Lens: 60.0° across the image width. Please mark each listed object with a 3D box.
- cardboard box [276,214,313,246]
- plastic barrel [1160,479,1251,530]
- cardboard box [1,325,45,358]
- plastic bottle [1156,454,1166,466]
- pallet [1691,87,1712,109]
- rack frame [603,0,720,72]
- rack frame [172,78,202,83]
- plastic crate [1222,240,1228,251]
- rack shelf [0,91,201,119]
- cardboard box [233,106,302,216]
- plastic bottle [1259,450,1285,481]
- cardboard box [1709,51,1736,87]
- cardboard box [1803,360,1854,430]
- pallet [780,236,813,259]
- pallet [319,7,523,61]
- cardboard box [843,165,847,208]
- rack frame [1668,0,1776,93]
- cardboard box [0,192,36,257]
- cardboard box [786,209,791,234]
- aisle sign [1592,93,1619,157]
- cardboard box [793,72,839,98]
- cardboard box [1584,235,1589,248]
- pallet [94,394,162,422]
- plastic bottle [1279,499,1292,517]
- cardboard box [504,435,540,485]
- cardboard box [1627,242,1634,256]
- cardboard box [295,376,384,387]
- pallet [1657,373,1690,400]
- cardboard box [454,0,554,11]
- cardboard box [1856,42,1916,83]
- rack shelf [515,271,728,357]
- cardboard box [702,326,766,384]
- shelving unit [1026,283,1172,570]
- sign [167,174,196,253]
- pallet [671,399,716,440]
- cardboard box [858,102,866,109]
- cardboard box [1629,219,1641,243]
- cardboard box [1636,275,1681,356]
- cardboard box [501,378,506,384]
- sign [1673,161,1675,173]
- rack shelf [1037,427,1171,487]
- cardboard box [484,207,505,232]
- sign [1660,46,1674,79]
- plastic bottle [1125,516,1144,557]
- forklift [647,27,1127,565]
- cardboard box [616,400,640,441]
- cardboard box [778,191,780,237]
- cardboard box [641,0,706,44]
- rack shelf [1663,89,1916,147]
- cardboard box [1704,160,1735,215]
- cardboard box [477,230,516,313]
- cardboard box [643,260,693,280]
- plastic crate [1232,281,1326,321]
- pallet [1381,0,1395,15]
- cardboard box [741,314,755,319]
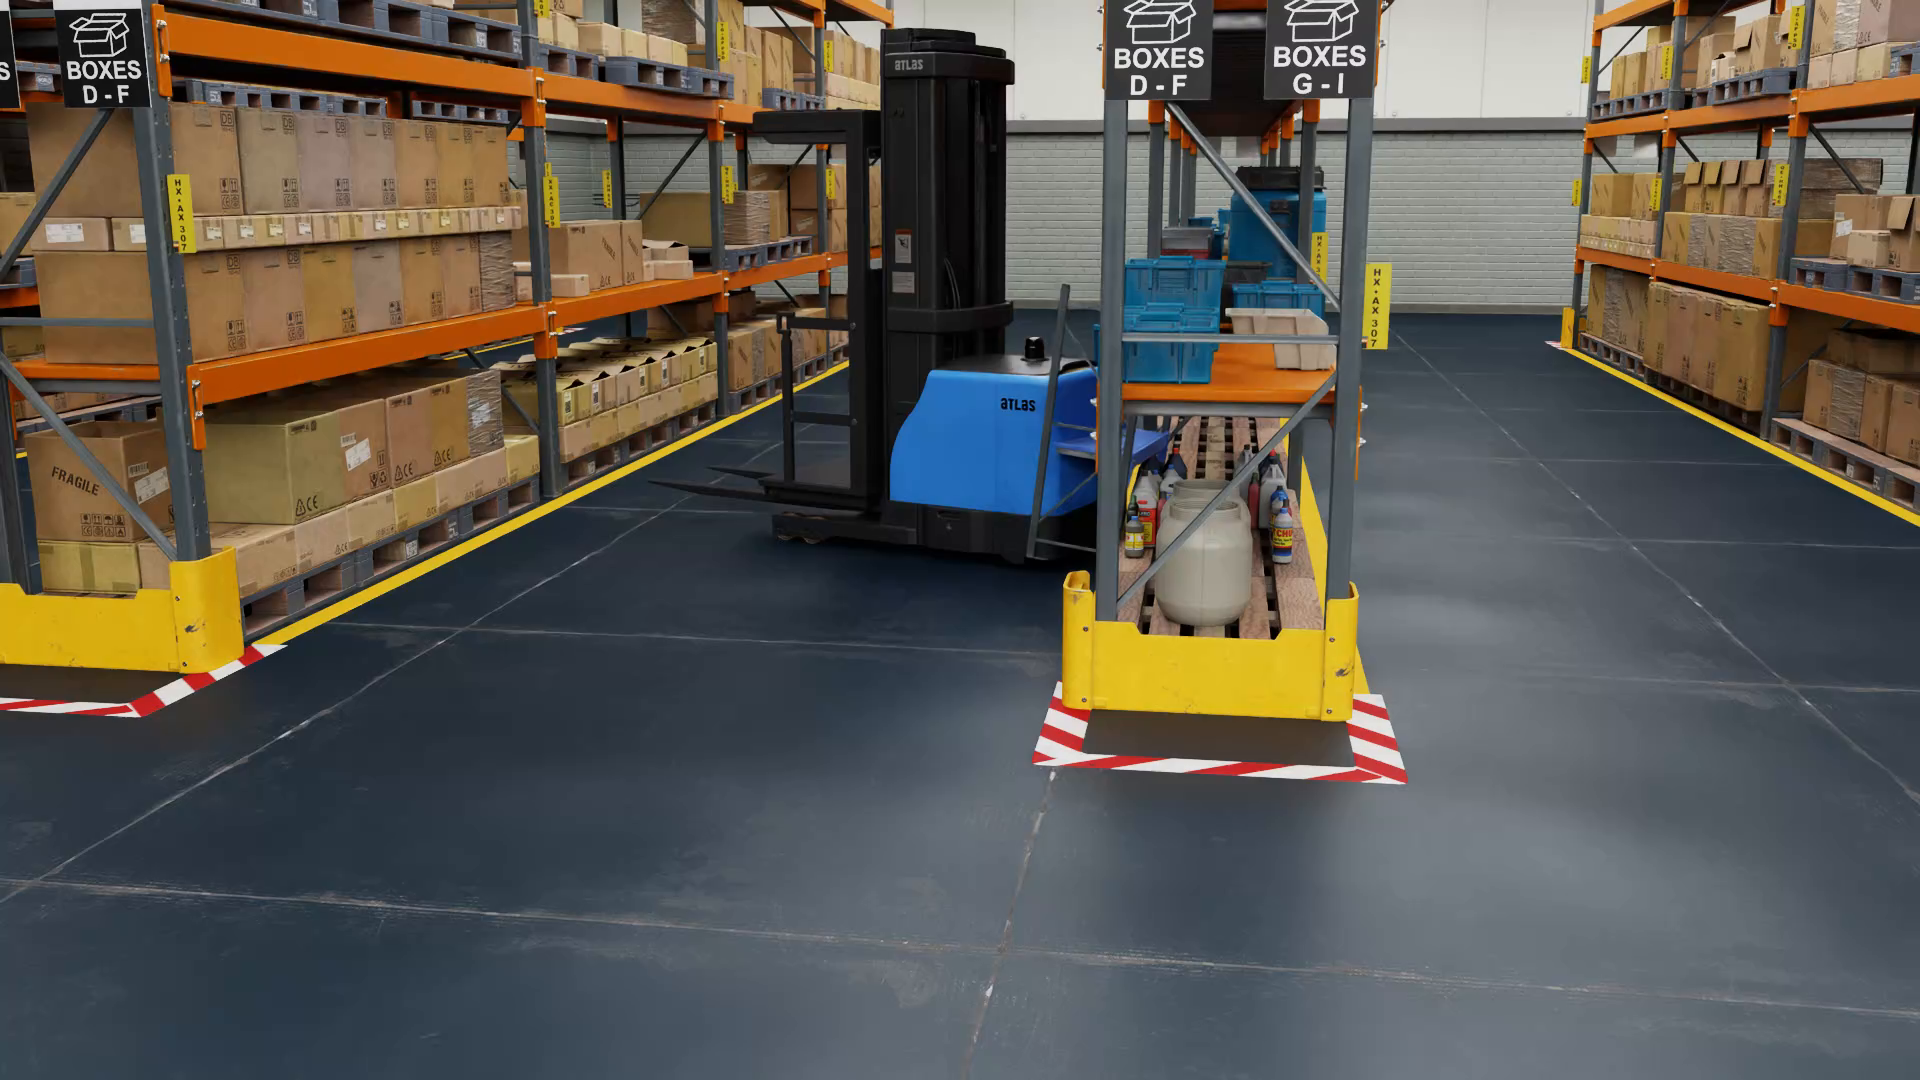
[{"bbox_3d":[-3.452,-1.539,8.238,0.380,0.149,0.250,2,12,8],"label":"cardboard box"},{"bbox_3d":[1.153,-0.011,7.831,0.421,0.512,0.421,0,12,0],"label":"plastic barrel"},{"bbox_3d":[-7.886,-1.645,13.616,0.500,0.250,0.500,2,12,7],"label":"cardboard box"},{"bbox_3d":[1.160,-0.374,10.028,0.152,0.276,0.135,2,12,11],"label":"plastic bottle"},{"bbox_3d":[7.697,-4.296,16.140,0.805,0.209,1.217,1,12,6],"label":"pallet"},{"bbox_3d":[-2.613,-5.537,14.326,1.000,3.000,0.127,2,12,9],"label":"rack frame"},{"bbox_3d":[-7.509,-5.697,15.067,1.000,3.000,0.127,2,12,9],"label":"rack frame"},{"bbox_3d":[3.108,-3.268,18.523,0.396,0.136,0.243,2,12,9],"label":"plastic crate"},{"bbox_3d":[-7.816,-3.462,13.527,1.077,0.370,4.000,2,12,9],"label":"rack shelf"},{"bbox_3d":[-3.676,-1.840,8.092,0.700,0.500,0.500,2,12,7],"label":"cardboard box"},{"bbox_3d":[1.821,-0.347,9.728,0.144,0.351,0.185,1,12,6],"label":"plastic bottle"},{"bbox_3d":[7.532,-4.518,15.932,0.500,0.311,0.500,1,12,7],"label":"cardboard box"},{"bbox_3d":[7.091,-1.136,13.032,0.700,0.500,0.500,1,12,6],"label":"cardboard box"},{"bbox_3d":[-2.229,-3.180,18.086,1.003,0.211,1.213,2,12,9],"label":"pallet"},{"bbox_3d":[-3.334,-3.016,9.960,1.003,0.211,1.213,2,12,9],"label":"pallet"},{"bbox_3d":[-1.569,-4.171,19.617,0.500,0.500,0.500,1,12,7],"label":"cardboard box"},{"bbox_3d":[7.790,-6.048,16.697,1.000,3.000,0.127,2,12,9],"label":"rack frame"},{"bbox_3d":[-7.849,-2.554,13.444,0.700,0.500,0.500,4,13,16],"label":"cardboard box"},{"bbox_3d":[-2.175,-3.598,19.333,0.500,0.500,0.500,2,12,10],"label":"cardboard box"},{"bbox_3d":[8.119,-5.243,21.033,0.394,0.787,0.004,2,12,9],"label":"aisle sign"},{"bbox_3d":[-1.678,-5.168,18.901,0.500,0.250,0.500,2,12,9],"label":"cardboard box"},{"bbox_3d":[7.986,-3.708,20.678,0.380,0.149,0.250,2,12,8],"label":"cardboard box"},{"bbox_3d":[-7.630,-1.238,15.238,1.003,0.211,1.213,2,12,9],"label":"pallet"},{"bbox_3d":[1.690,-0.079,8.642,0.061,0.283,0.133,2,12,10],"label":"plastic bottle"},{"bbox_3d":[-3.084,-0.529,10.859,0.500,0.250,0.500,2,12,9],"label":"cardboard box"},{"bbox_3d":[7.631,-3.227,18.444,0.380,0.149,0.250,2,12,10],"label":"cardboard box"},{"bbox_3d":[-3.763,-0.705,9.894,0.500,0.500,0.500,2,12,9],"label":"cardboard box"},{"bbox_3d":[7.745,-1.589,16.866,1.003,0.211,1.213,2,12,9],"label":"pallet"},{"bbox_3d":[-3.095,-3.864,11.261,0.500,0.500,0.500,2,12,9],"label":"cardboard box"},{"bbox_3d":[6.702,-3.372,11.755,0.500,0.250,0.500,2,12,10],"label":"cardboard box"},{"bbox_3d":[-2.921,-1.836,13.102,1.077,0.370,4.000,2,12,9],"label":"rack shelf"},{"bbox_3d":[-2.186,-1.792,16.078,0.500,0.500,0.500,1,12,7],"label":"cardboard box"},{"bbox_3d":[0.849,-0.681,9.388,0.538,1.500,1.048,11,14,16],"label":"shelving unit"},{"bbox_3d":[-3.296,-1.382,7.042,0.100,0.325,0.005,2,12,9],"label":"sign"},{"bbox_3d":[-2.779,-1.071,14.462,1.003,0.211,1.213,2,12,9],"label":"pallet"},{"bbox_3d":[-1.446,-5.235,20.403,0.500,0.250,0.500,2,12,9],"label":"cardboard box"},{"bbox_3d":[7.675,-3.396,18.279,0.500,0.250,0.500,2,12,10],"label":"cardboard box"},{"bbox_3d":[7.970,-2.417,18.134,0.875,0.875,0.875,2,12,9],"label":"cardboard box"},{"bbox_3d":[-3.450,-1.001,11.715,0.500,0.311,0.500,2,12,9],"label":"cardboard box"},{"bbox_3d":[8.939,-4.609,20.951,0.100,0.325,0.005,2,12,9],"label":"sign"},{"bbox_3d":[0.828,-0.507,9.429,0.538,0.185,1.000,11,14,16],"label":"rack shelf"},{"bbox_3d":[-3.099,-2.023,10.482,0.380,0.149,0.250,2,12,7],"label":"cardboard box"},{"bbox_3d":[7.241,-4.891,17.032,0.100,0.325,0.005,2,12,9],"label":"sign"},{"bbox_3d":[0.899,-0.021,8.571,0.097,0.201,0.097,0,12,0],"label":"plastic bottle"},{"bbox_3d":[-0.541,-1.498,9.989,3.031,2.935,1.130,7,14,29],"label":"forklift"},{"bbox_3d":[-2.765,-0.923,12.686,0.500,0.250,0.500,1,12,7],"label":"cardboard box"},{"bbox_3d":[-2.335,-3.455,17.669,0.700,0.500,0.500,4,13,18],"label":"cardboard box"},{"bbox_3d":[-2.540,-4.699,14.947,0.500,0.500,0.500,2,12,9],"label":"cardboard box"},{"bbox_3d":[7.482,-3.814,15.157,1.077,0.370,4.000,2,12,9],"label":"rack shelf"},{"bbox_3d":[7.583,-3.379,15.933,0.797,0.503,0.637,2,12,9],"label":"cardboard box"},{"bbox_3d":[-3.291,-1.728,10.654,0.700,0.500,0.500,2,12,7],"label":"cardboard box"},{"bbox_3d":[-2.479,-2.285,14.074,0.380,0.149,0.250,2,12,9],"label":"cardboard box"},{"bbox_3d":[1.763,-1.299,9.252,0.499,0.251,0.616,2,12,9],"label":"plastic crate"},{"bbox_3d":[1.274,-2.321,6.971,1.003,0.211,1.213,2,12,9],"label":"pallet"},{"bbox_3d":[-2.469,-2.122,17.610,0.500,0.500,0.500,2,12,9],"label":"cardboard box"}]
